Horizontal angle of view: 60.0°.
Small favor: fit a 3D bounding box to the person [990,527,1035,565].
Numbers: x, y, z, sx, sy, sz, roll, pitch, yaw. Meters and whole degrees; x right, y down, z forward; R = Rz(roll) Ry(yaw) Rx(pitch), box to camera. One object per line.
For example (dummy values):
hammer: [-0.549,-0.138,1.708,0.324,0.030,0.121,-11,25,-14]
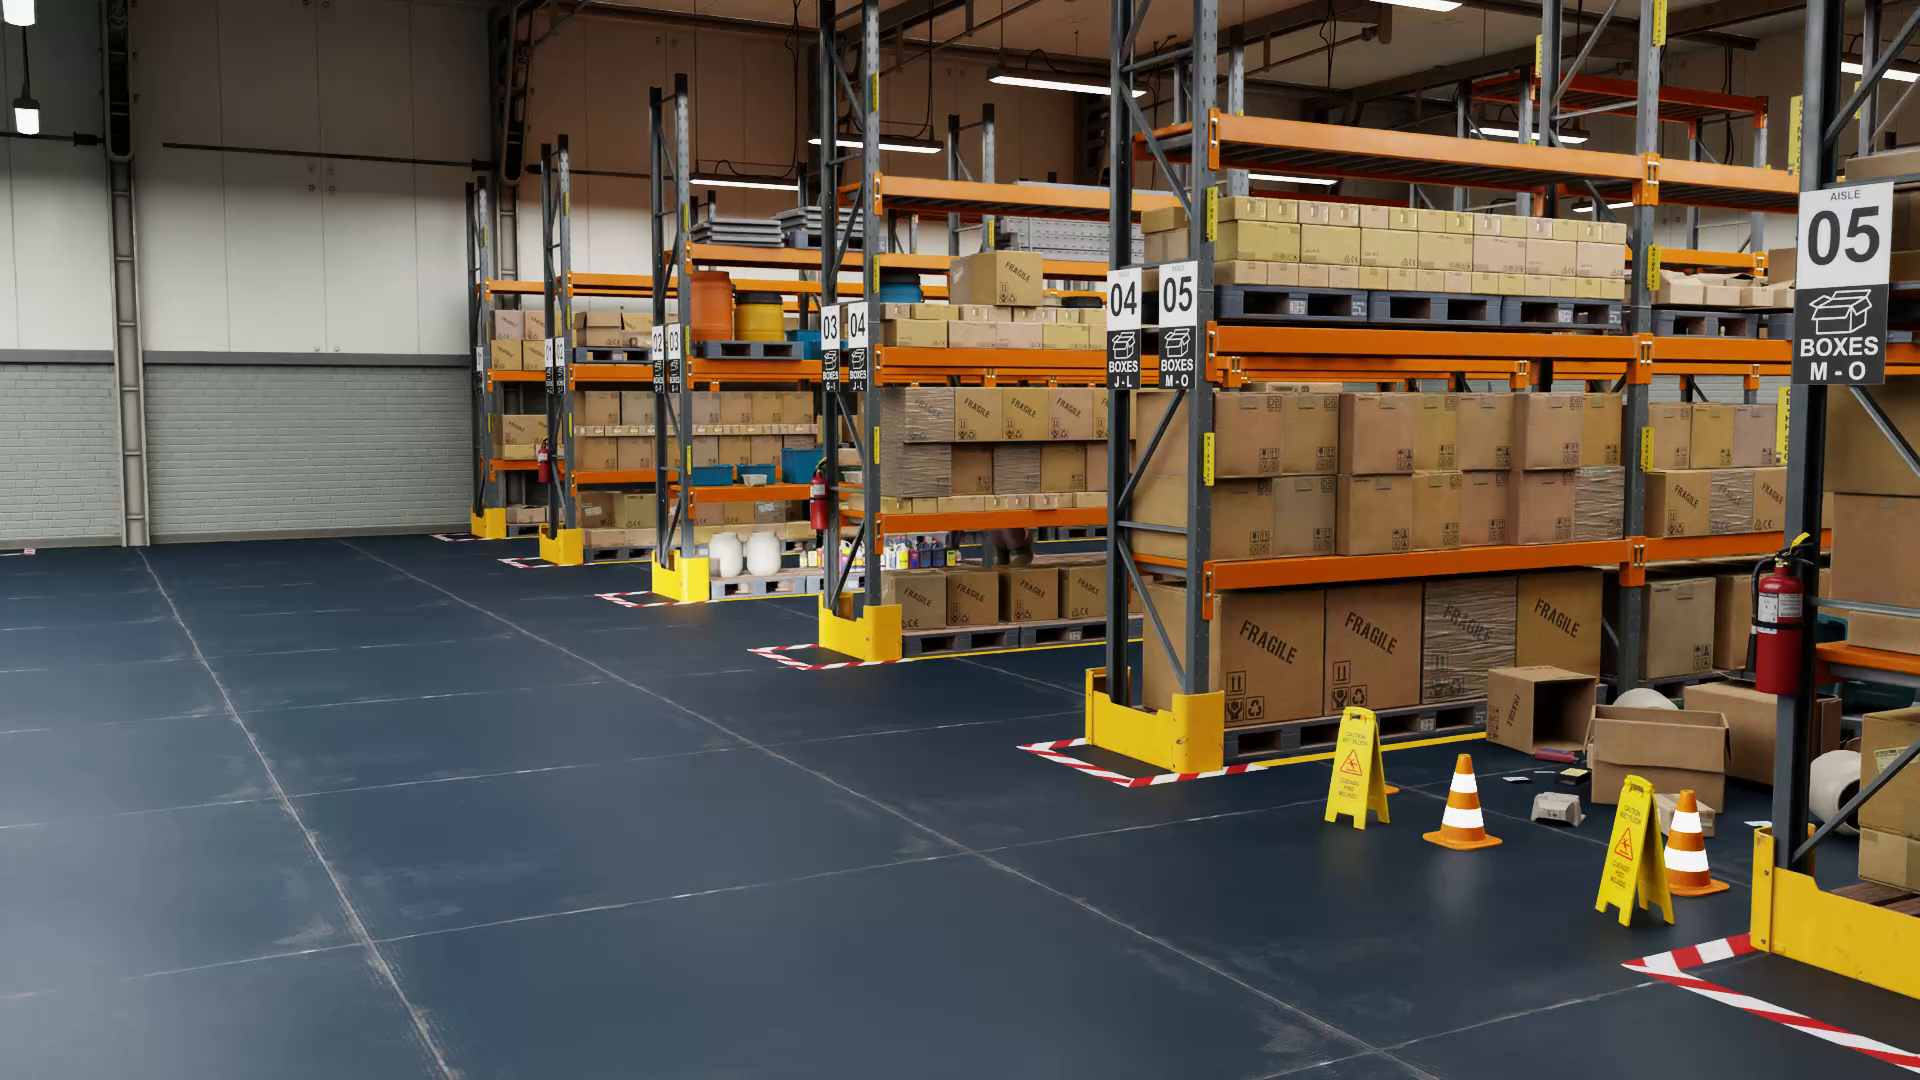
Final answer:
person: [0.523,-0.151,18.748,0.649,1.772,0.674,4,6,37]
